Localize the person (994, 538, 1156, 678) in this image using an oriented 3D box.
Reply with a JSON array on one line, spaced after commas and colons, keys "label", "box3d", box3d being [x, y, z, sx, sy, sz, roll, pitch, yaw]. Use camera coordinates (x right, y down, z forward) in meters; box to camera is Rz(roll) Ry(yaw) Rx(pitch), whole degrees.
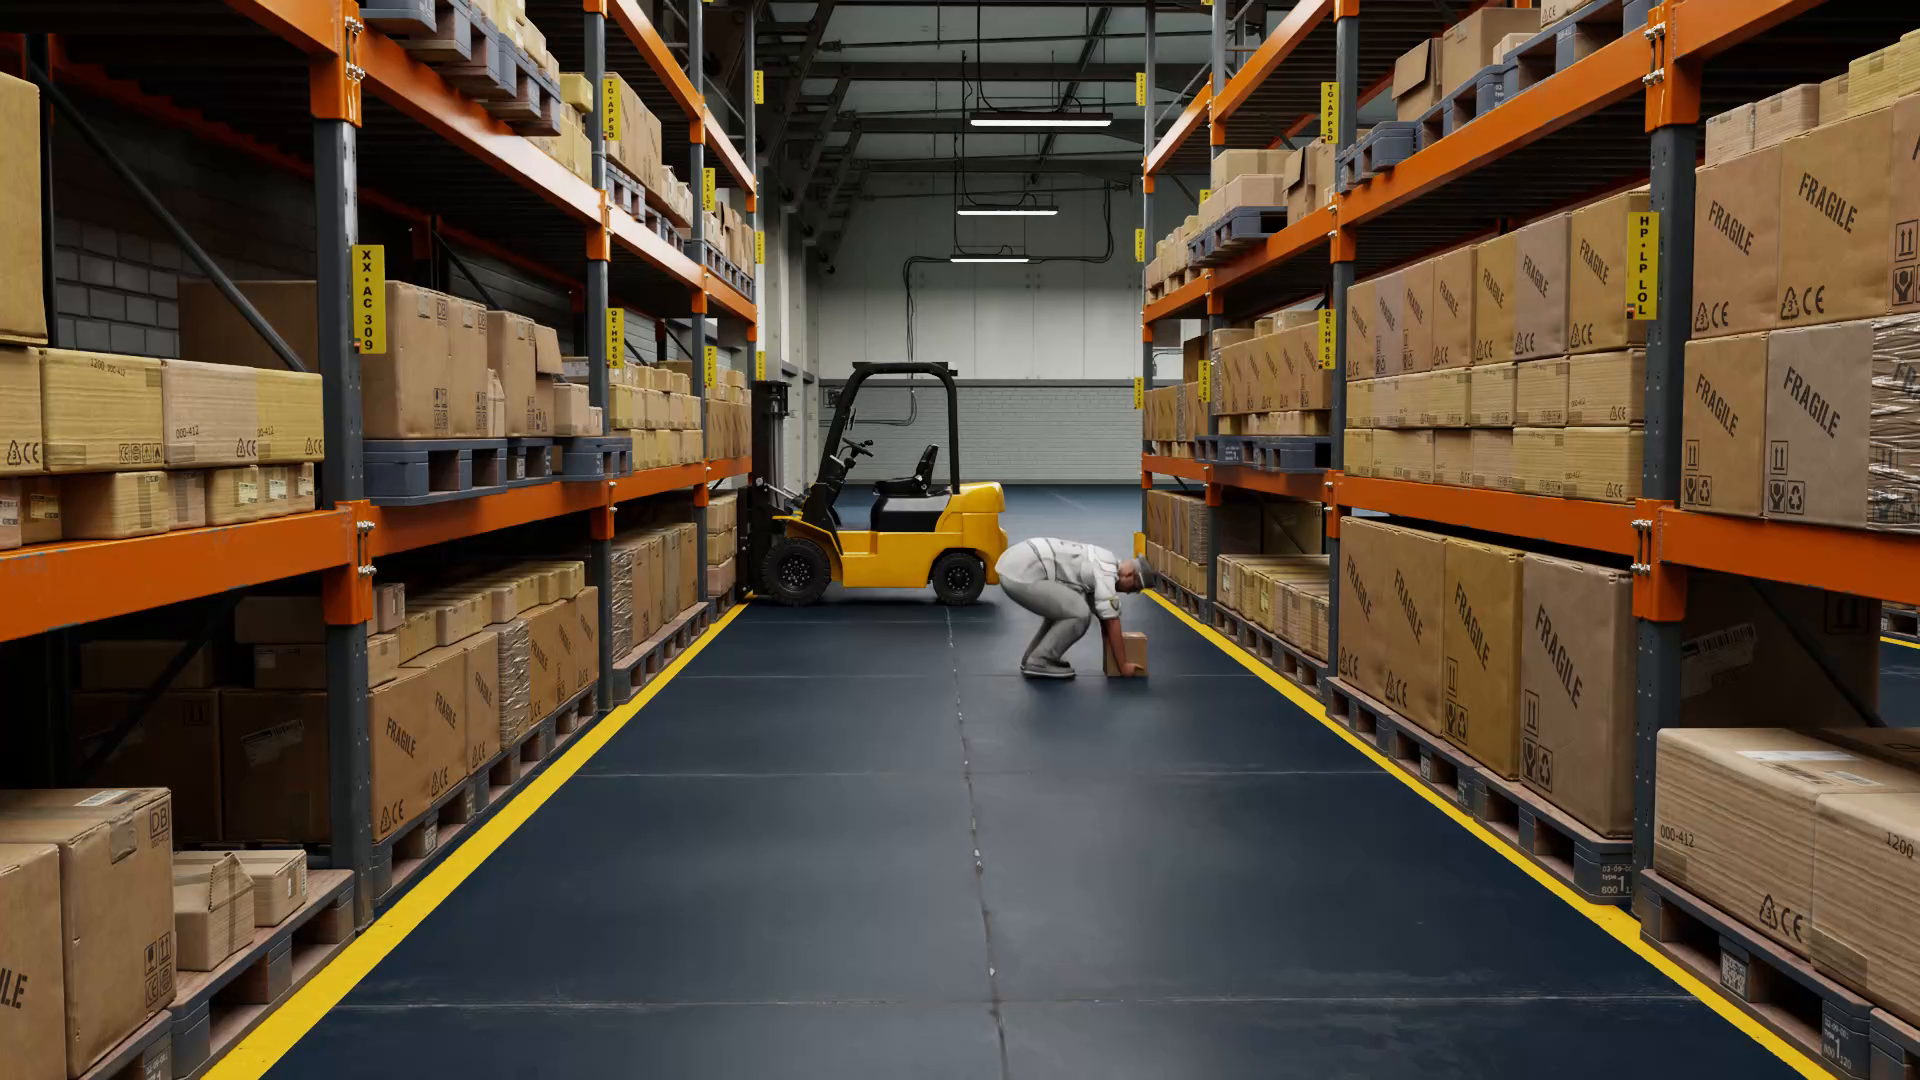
[{"label": "person", "box3d": [0.742, 0.427, 10.530, 1.016, 0.890, 0.545, 0, 4, -3]}]
